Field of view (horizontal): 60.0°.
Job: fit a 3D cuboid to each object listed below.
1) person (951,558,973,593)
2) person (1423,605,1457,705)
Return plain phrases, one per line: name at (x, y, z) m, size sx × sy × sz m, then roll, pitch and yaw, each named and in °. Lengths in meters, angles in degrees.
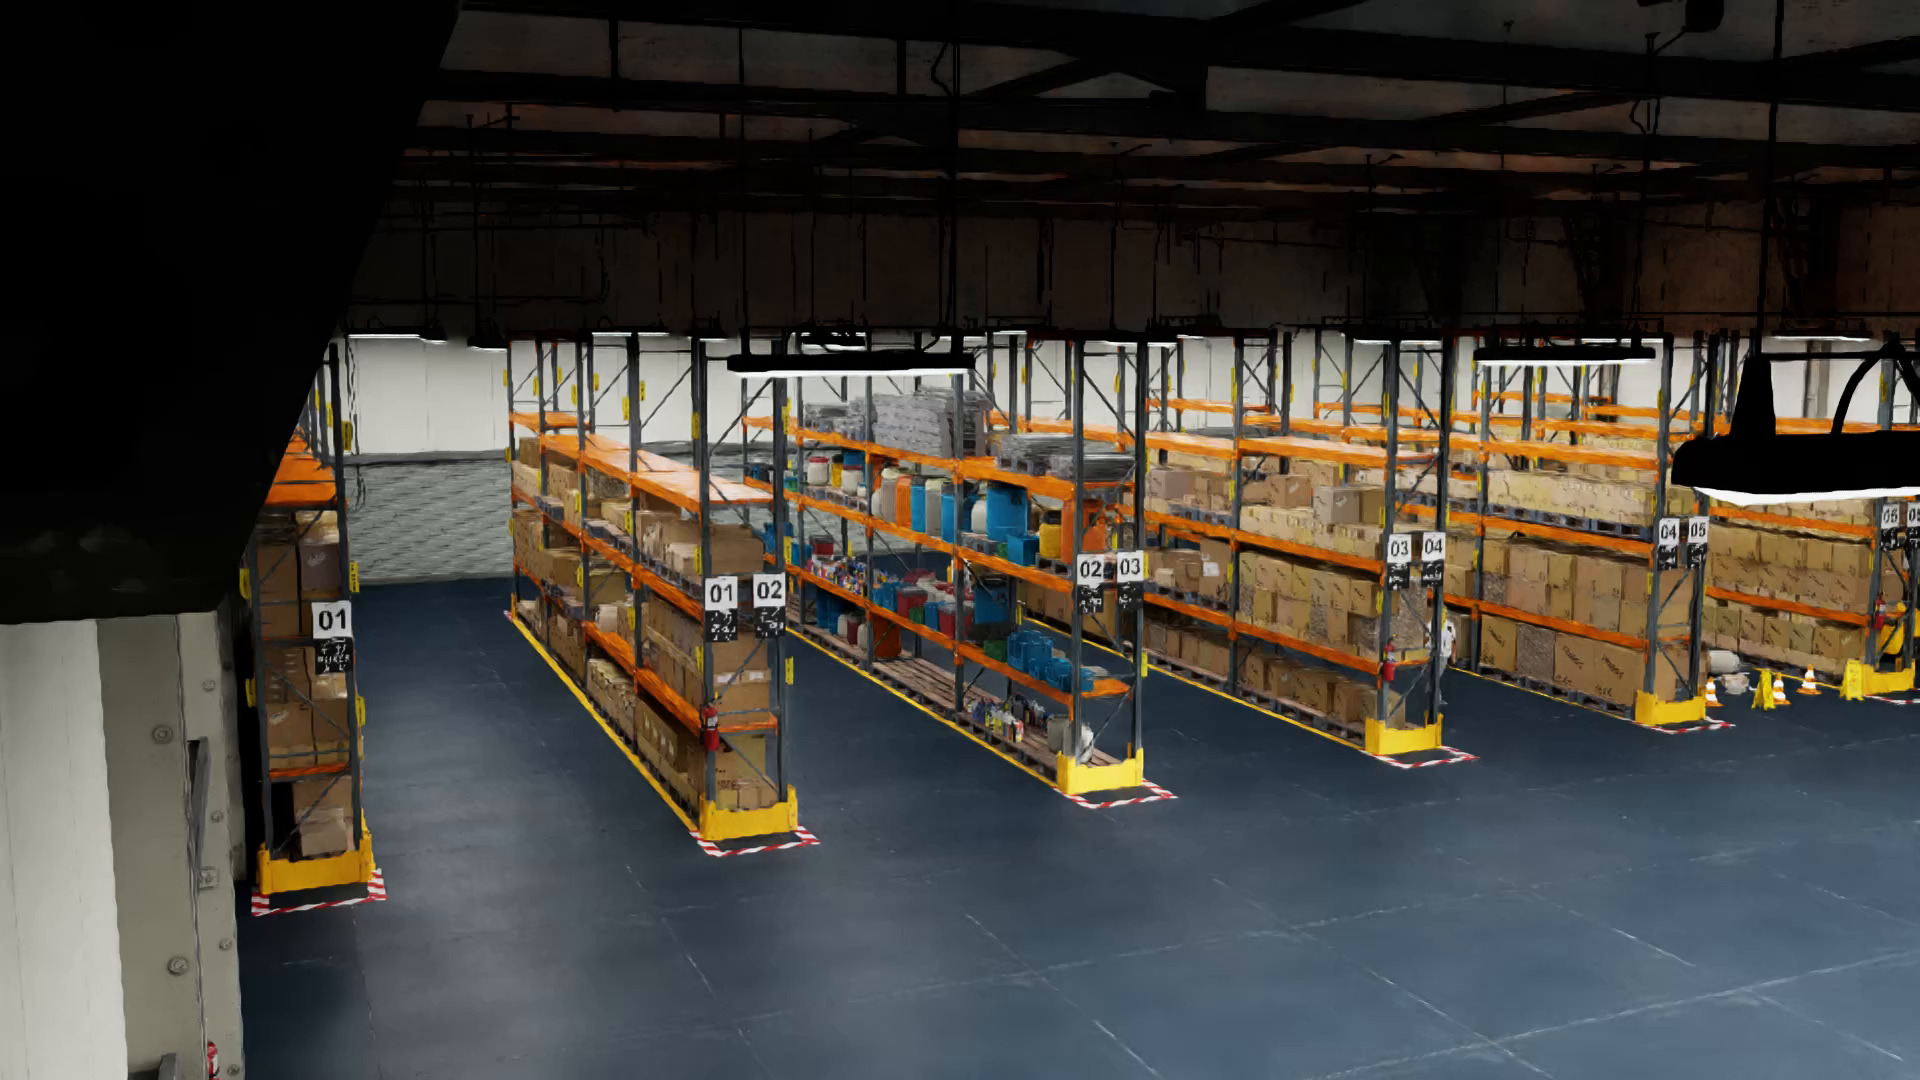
person at (0.042, 0.840, 34.485) m, size 0.495 × 1.589 × 1.086 m, roll -3°, pitch 8°, yaw -21°
person at (7.839, 1.843, 27.152) m, size 0.476 × 1.598 × 1.003 m, roll -2°, pitch 8°, yaw -14°
